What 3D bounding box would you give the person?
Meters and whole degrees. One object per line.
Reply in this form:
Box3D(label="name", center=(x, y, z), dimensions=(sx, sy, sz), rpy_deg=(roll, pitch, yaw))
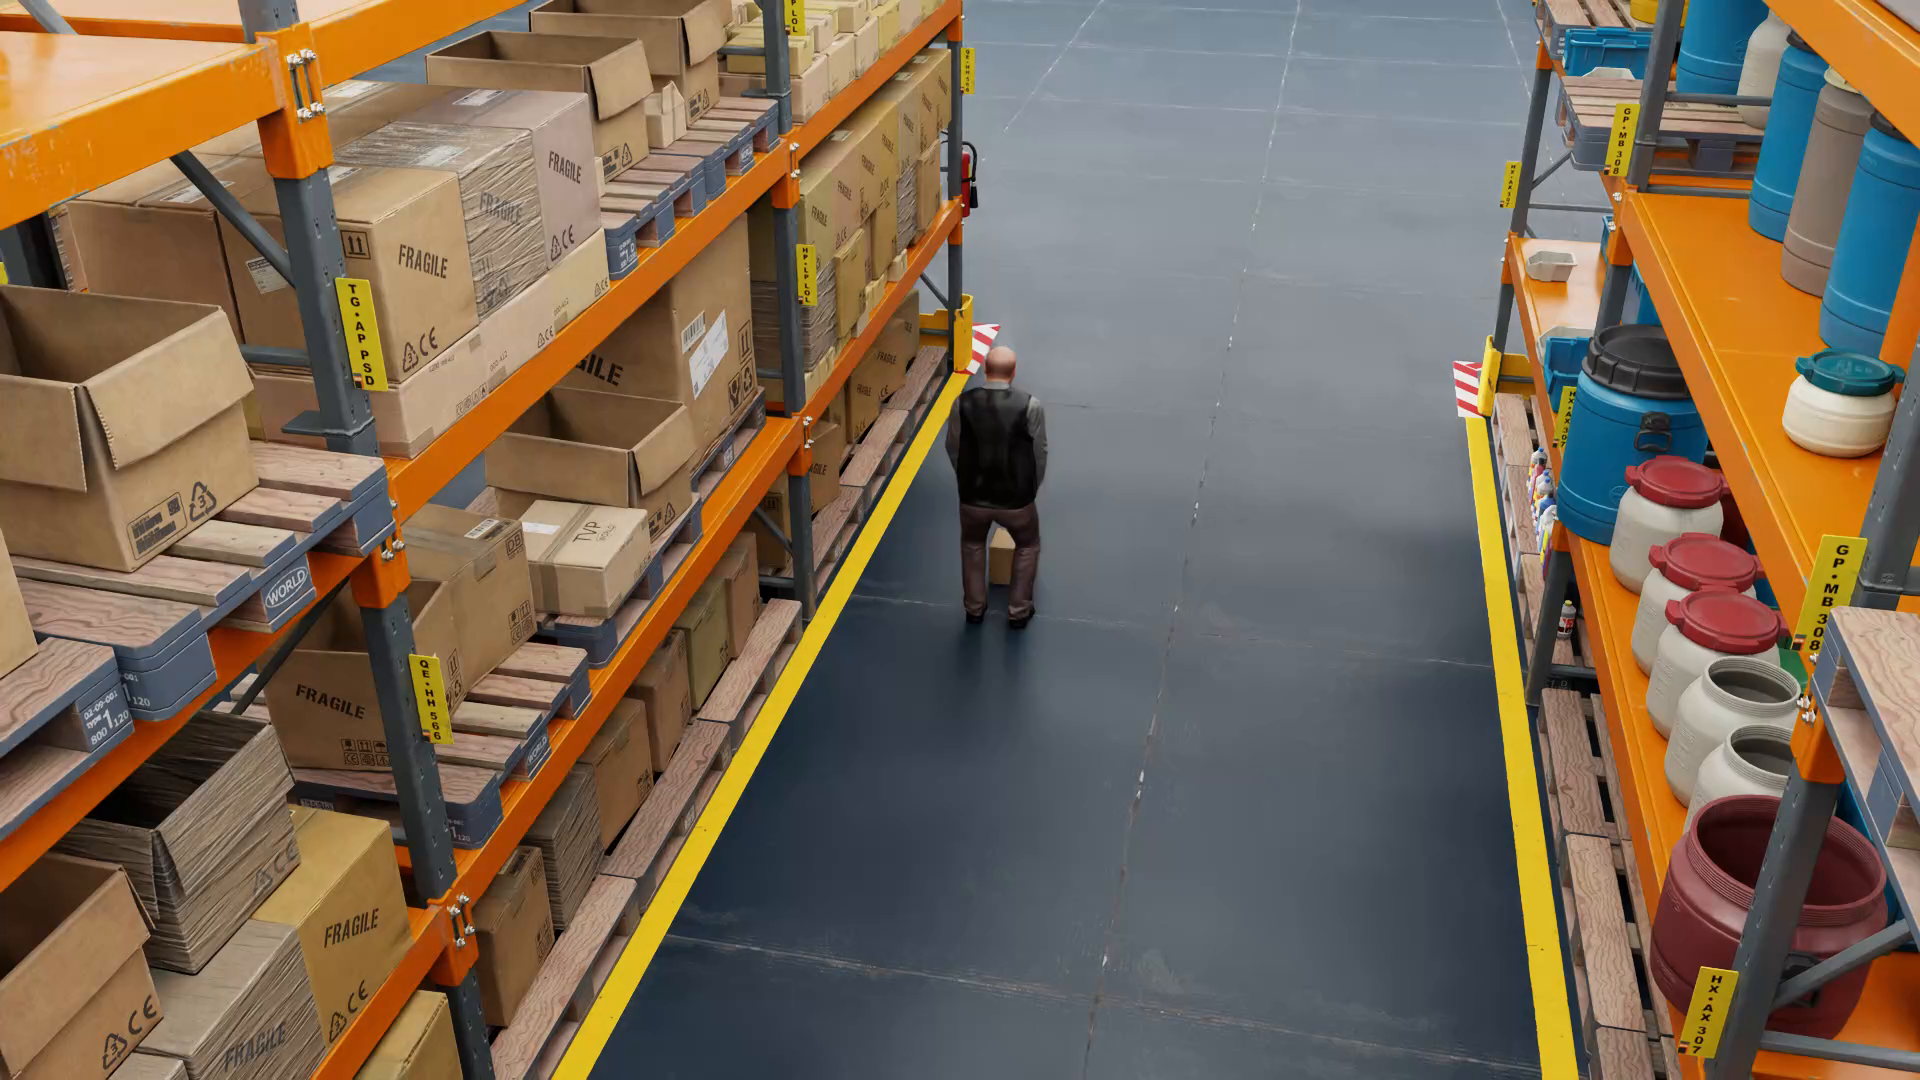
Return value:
Box3D(label="person", center=(0.191, -0.268, 9.276), dimensions=(0.578, 1.599, 0.532), rpy_deg=(6, 29, 12))
